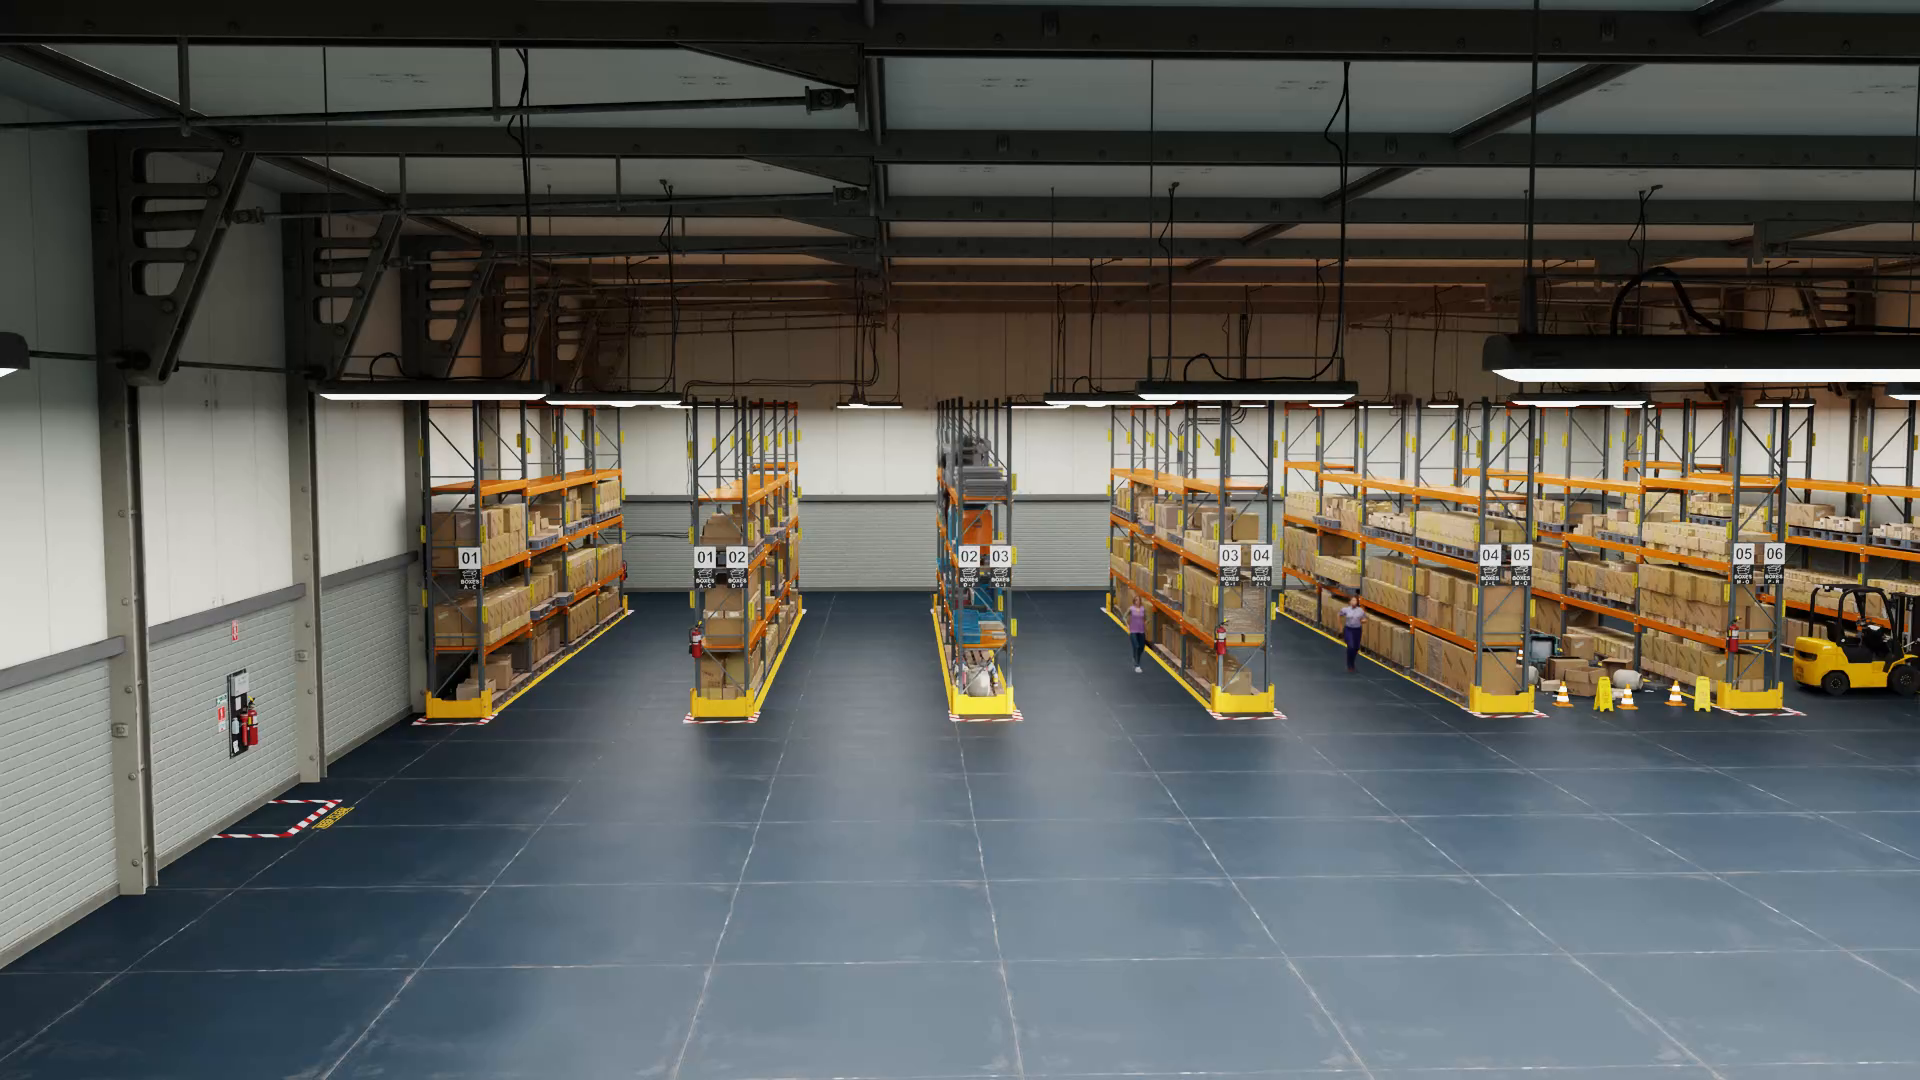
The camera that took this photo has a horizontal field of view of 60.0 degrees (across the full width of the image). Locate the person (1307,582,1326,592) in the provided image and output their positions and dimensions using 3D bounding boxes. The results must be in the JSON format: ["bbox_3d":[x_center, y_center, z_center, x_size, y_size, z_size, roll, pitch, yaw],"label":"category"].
[{"bbox_3d":[10.405,1.063,48.943,0.760,1.736,0.915,-4,6,-41],"label":"person"}]

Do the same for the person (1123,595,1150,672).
[{"bbox_3d":[3.712,1.946,34.886,0.548,1.582,0.740,-1,4,-7],"label":"person"}]

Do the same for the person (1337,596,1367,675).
[{"bbox_3d":[8.633,2.079,36.575,0.580,1.709,0.770,-1,4,-9],"label":"person"}]
